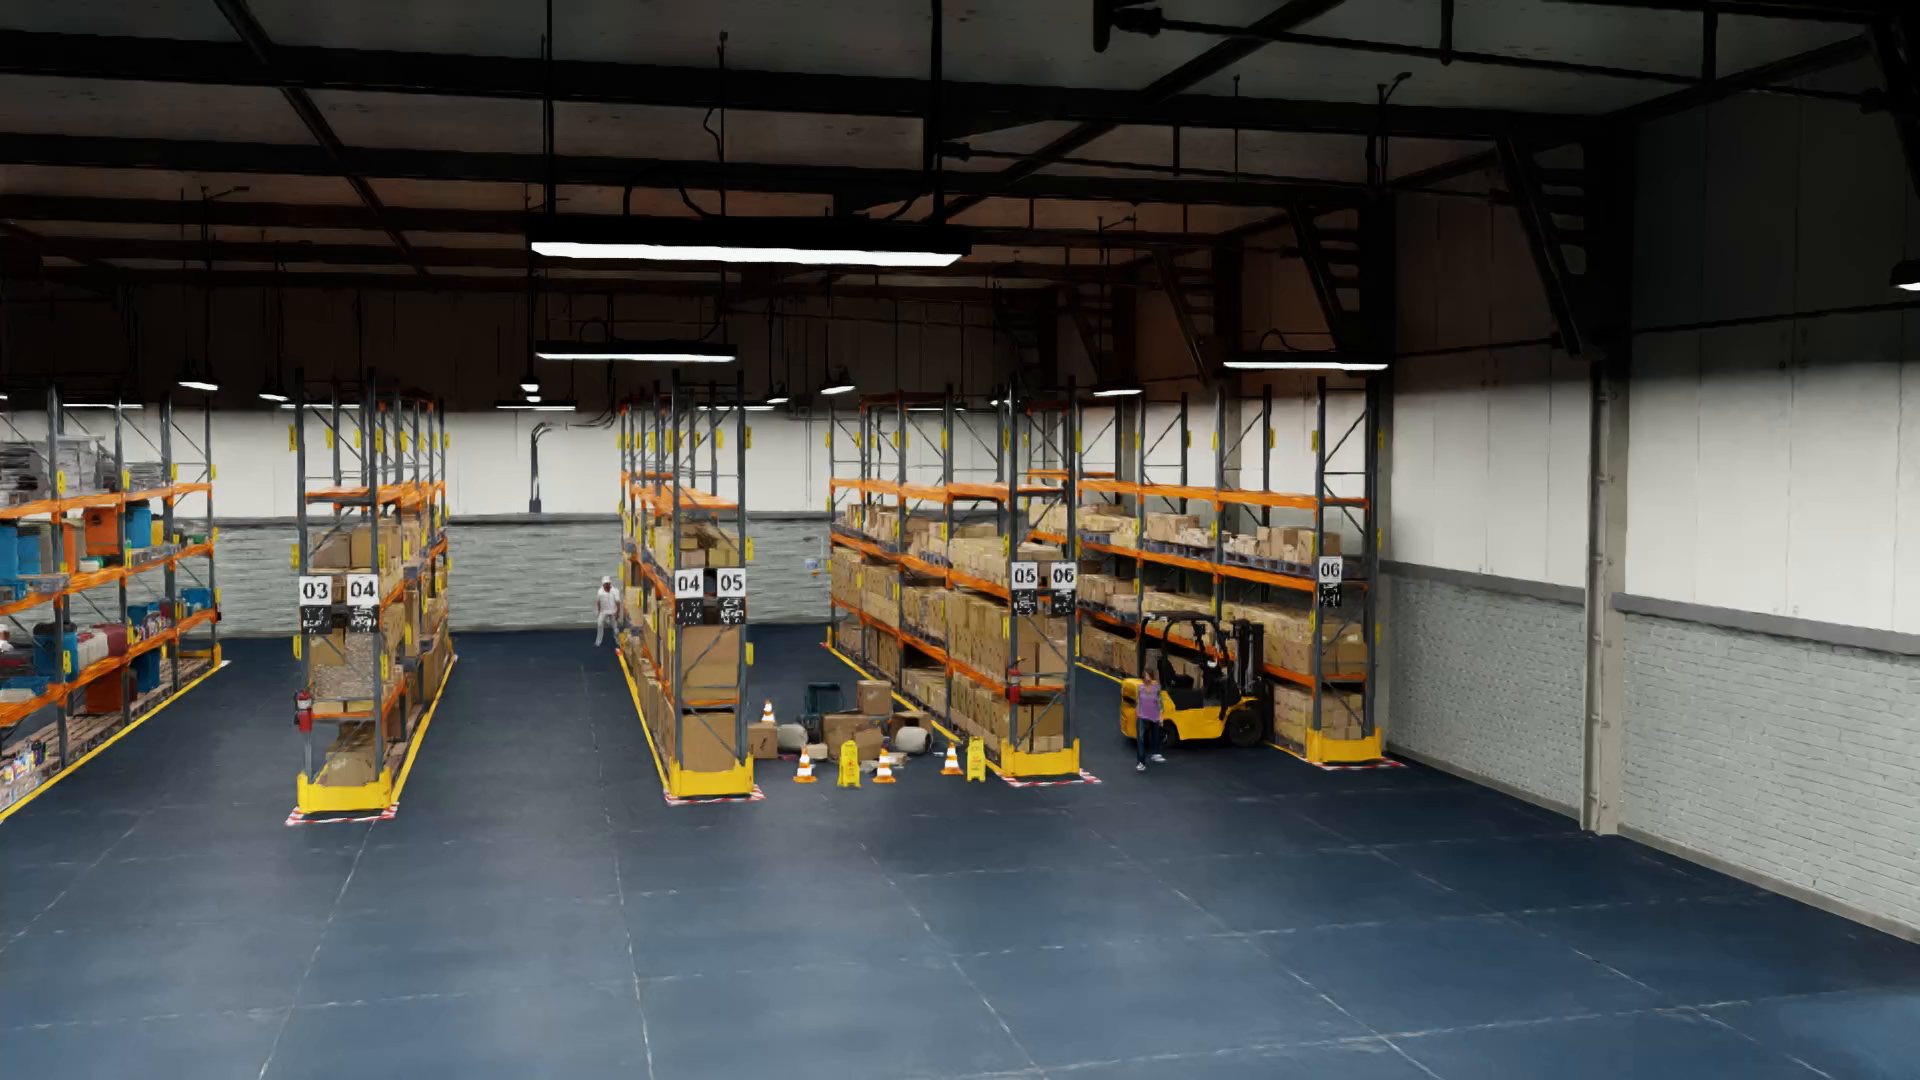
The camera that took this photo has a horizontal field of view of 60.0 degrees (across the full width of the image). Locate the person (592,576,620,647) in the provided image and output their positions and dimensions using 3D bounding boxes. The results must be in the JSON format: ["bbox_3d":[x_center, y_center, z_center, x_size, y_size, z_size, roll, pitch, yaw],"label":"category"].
[{"bbox_3d":[-8.569,1.736,40.445,0.620,1.723,0.959,1,3,9],"label":"person"}]

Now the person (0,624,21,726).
[{"bbox_3d":[-16.718,2.351,29.170,0.614,1.782,0.450,3,5,44],"label":"person"}]

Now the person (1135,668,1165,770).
[{"bbox_3d":[2.905,2.708,25.467,0.459,1.531,0.875,0,3,8],"label":"person"}]

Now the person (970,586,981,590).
[{"bbox_3d":[0.339,1.683,40.790,0.621,1.790,0.772,-1,4,-21],"label":"person"}]
